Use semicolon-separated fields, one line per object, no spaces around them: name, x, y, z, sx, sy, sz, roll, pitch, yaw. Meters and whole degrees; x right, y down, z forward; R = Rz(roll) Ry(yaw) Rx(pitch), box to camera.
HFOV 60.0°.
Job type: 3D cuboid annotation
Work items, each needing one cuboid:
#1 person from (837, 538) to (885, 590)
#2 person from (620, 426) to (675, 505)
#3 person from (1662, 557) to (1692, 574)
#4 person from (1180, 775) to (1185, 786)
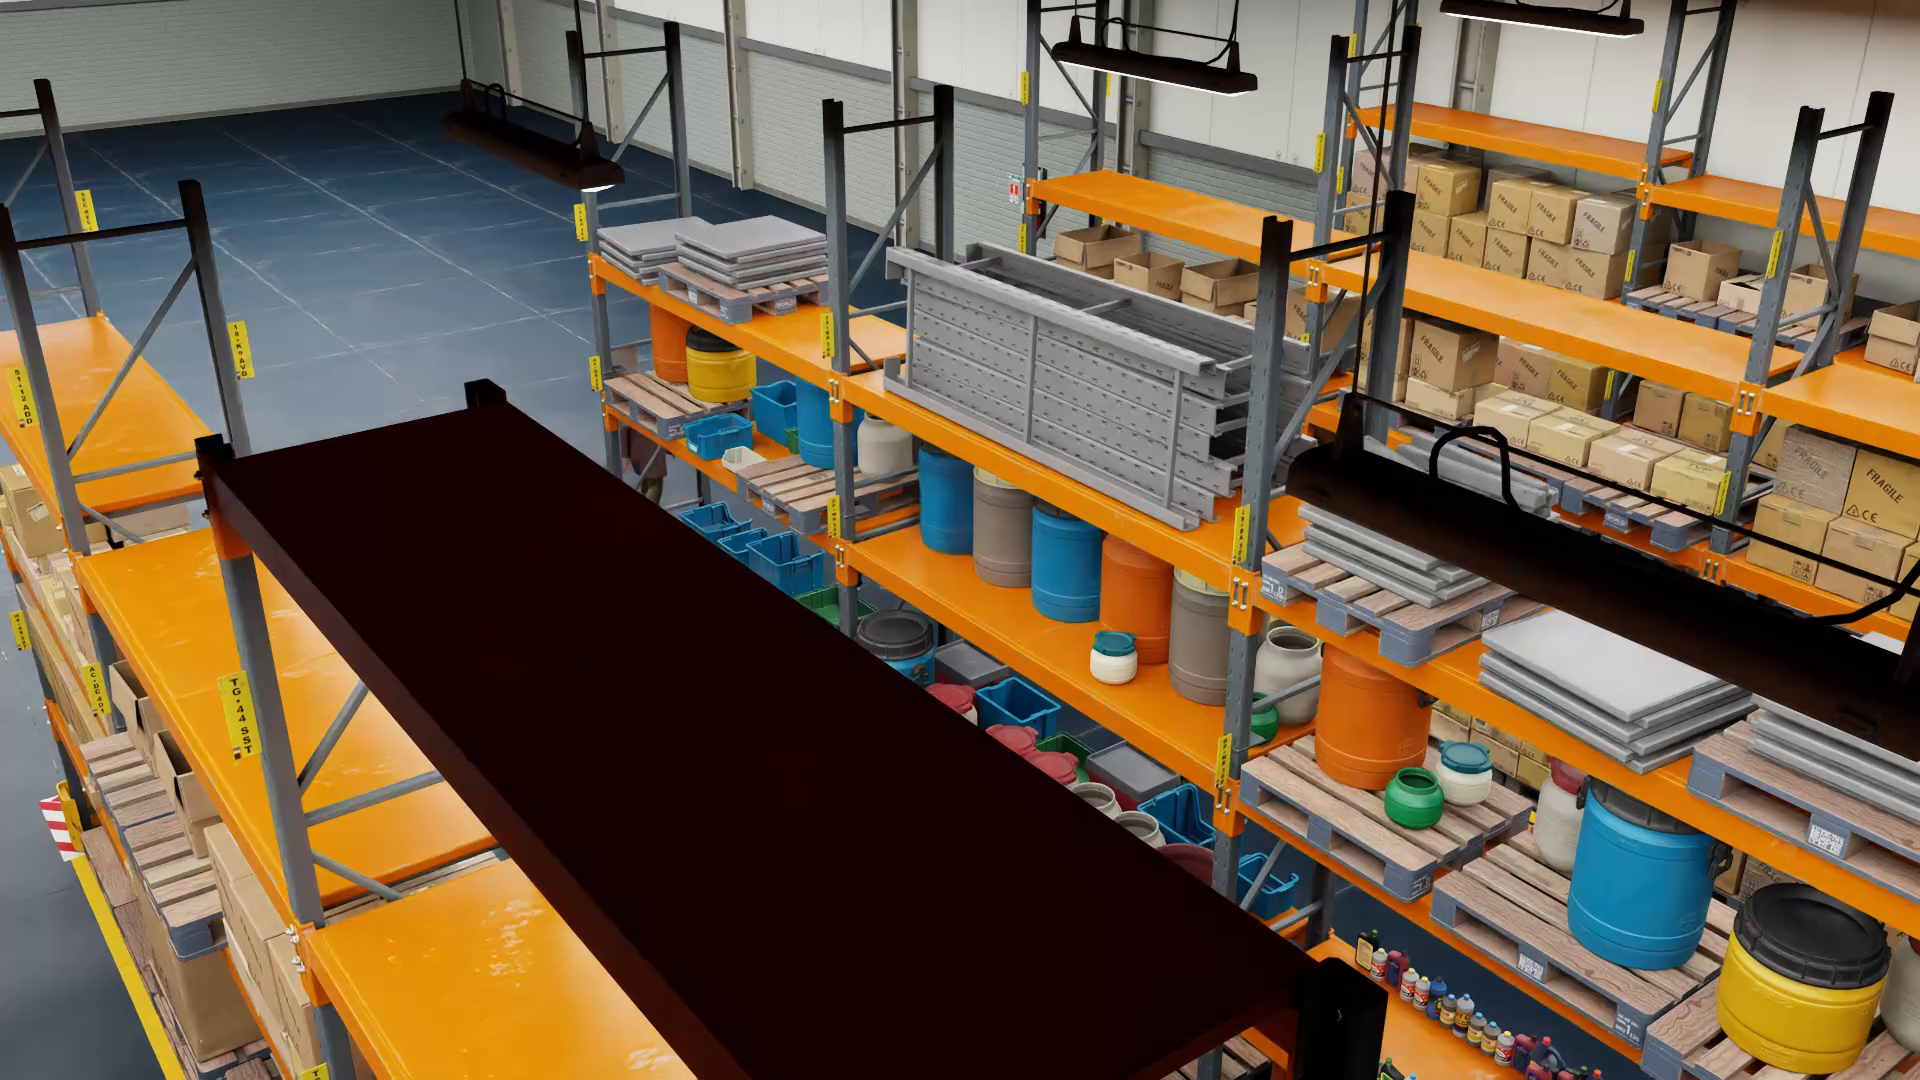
person;-1.020;-0.156;17.409;0.620;1.589;0.475;-1;25;-2
person;-3.579;-0.958;18.952;0.568;1.758;0.896;9;26;19
person;6.455;0.736;15.413;0.522;1.596;1.068;-21;32;-37
person;1.525;1.896;12.933;0.656;1.638;0.735;-11;27;-22
